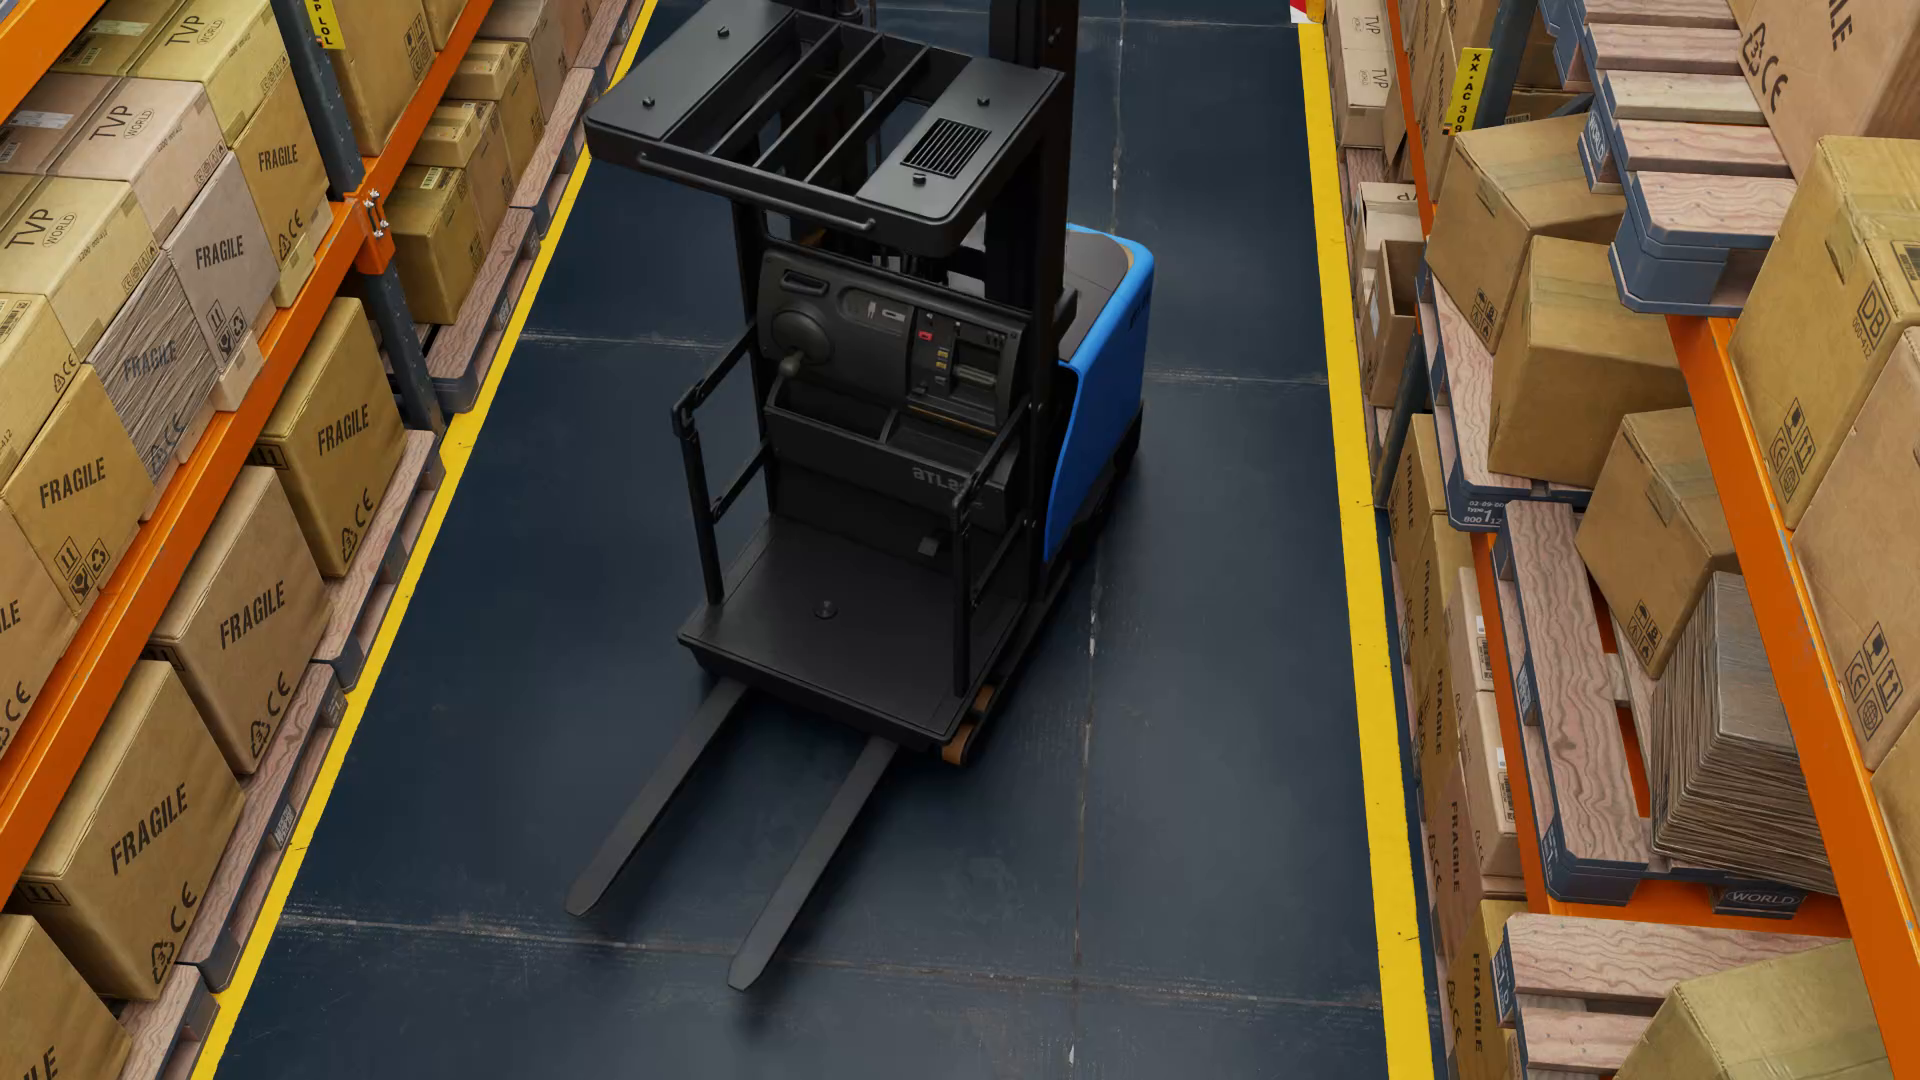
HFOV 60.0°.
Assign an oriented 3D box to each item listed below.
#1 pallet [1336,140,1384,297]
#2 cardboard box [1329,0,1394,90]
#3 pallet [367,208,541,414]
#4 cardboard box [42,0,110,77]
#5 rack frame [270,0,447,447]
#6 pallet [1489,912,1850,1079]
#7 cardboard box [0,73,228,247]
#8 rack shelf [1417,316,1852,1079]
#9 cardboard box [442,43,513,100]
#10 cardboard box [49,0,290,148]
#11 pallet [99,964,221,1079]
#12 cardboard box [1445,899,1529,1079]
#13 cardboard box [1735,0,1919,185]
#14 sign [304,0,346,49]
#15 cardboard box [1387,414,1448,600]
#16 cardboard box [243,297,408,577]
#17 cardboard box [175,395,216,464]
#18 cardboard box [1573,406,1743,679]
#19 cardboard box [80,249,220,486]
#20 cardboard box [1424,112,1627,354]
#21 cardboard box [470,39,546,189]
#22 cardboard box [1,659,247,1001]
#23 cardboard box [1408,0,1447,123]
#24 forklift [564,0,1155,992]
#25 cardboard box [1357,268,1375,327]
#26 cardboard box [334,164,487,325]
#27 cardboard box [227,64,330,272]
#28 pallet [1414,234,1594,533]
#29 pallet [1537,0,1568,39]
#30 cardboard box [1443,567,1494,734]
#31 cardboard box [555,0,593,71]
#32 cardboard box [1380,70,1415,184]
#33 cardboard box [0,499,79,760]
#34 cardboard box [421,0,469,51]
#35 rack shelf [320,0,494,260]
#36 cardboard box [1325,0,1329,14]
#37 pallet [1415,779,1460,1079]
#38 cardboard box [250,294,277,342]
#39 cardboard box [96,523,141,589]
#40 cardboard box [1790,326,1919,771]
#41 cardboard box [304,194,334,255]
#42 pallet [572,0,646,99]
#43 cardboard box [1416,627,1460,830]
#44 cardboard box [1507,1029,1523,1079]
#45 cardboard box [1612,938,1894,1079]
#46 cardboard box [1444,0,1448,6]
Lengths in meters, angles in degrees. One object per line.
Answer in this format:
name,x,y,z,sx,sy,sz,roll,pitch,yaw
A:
pallet,2.385,-1.612,8.082,1.003,0.211,1.213,4,48,4
cardboard box,2.200,-2.562,8.626,0.500,0.250,0.500,4,48,4
pallet,-2.573,-1.093,7.606,1.003,0.211,1.213,4,48,4
cardboard box,-3.022,-1.554,5.347,0.500,0.250,0.500,5,48,5
rack frame,-2.720,-1.480,6.071,1.000,3.000,0.127,4,48,4
pallet,1.840,1.351,3.611,1.213,0.211,1.003,4,48,4
cardboard box,-2.564,-1.139,4.968,0.500,0.250,0.500,5,48,4
rack shelf,2.031,0.562,4.690,1.077,0.370,4.000,4,48,4
cardboard box,-2.290,-2.163,7.665,0.380,0.149,0.250,3,48,2
cardboard box,-2.508,-1.514,5.311,0.500,0.250,0.500,5,48,4
pallet,-2.938,1.826,4.937,1.003,0.211,1.213,4,48,4
cardboard box,1.747,1.401,4.832,0.500,0.500,0.500,2,48,2
cardboard box,1.975,-1.026,3.203,0.600,0.600,0.600,2,48,2
sign,-2.179,-1.815,5.646,0.100,0.325,0.005,4,48,4
cardboard box,1.926,-0.116,6.219,0.500,0.500,0.500,2,48,2
cardboard box,-2.650,-0.410,6.265,0.750,0.750,0.750,4,48,4
cardboard box,-2.591,-0.387,5.228,0.380,0.149,0.250,4,48,4
cardboard box,2.113,-0.023,4.386,0.700,0.500,0.500,-7,48,-6
cardboard box,-2.602,-0.521,4.911,0.500,0.500,0.500,4,48,4
cardboard box,1.947,-0.992,5.273,0.700,0.500,0.500,-11,48,-10
cardboard box,-2.452,-2.067,8.017,0.700,0.500,0.500,5,48,4
cardboard box,-2.801,0.868,5.096,0.750,0.750,0.750,4,48,3
cardboard box,2.049,-1.947,6.430,0.500,0.500,0.500,5,48,5
forklift,-0.329,-0.551,5.267,1.130,2.935,3.031,19,50,17
cardboard box,1.957,-1.054,7.315,0.380,0.149,0.250,4,48,4
cardboard box,-2.550,-1.321,7.335,0.700,0.500,0.500,4,48,4
cardboard box,-2.511,-1.265,5.591,0.500,0.500,0.500,3,48,3
pallet,2.031,-0.505,5.310,1.003,0.211,1.213,4,48,4
pallet,2.084,-1.624,4.298,1.213,0.211,1.003,4,48,4
cardboard box,1.835,0.366,5.270,0.500,0.250,0.500,4,48,4
cardboard box,-2.366,-2.829,8.714,0.700,0.500,0.500,4,48,3
cardboard box,2.379,-1.837,7.791,0.797,0.503,0.637,4,48,4
cardboard box,-2.683,0.229,4.224,0.500,0.500,0.500,4,48,3
cardboard box,-2.583,-2.515,6.814,0.980,0.700,0.700,3,48,3
rack shelf,-2.538,-2.707,7.681,1.077,0.370,4.000,4,48,4
cardboard box,2.197,-2.991,9.087,0.380,0.149,0.250,4,48,4
pallet,2.068,1.290,5.427,1.003,0.211,1.213,4,48,4
cardboard box,-2.537,-0.761,5.570,0.380,0.149,0.250,5,48,5
cardboard box,-2.664,-0.010,4.883,0.380,0.149,0.250,5,48,5
cardboard box,1.901,0.046,2.575,0.910,0.500,0.500,4,48,4
cardboard box,-2.469,-1.135,5.912,0.380,0.149,0.250,4,48,4
pallet,-2.351,-2.886,9.246,1.003,0.211,1.213,4,48,4
cardboard box,1.836,0.644,5.524,0.500,0.500,0.500,4,48,4
cardboard box,1.701,1.487,4.245,0.500,0.250,0.500,6,48,5
cardboard box,1.794,1.143,3.319,0.700,0.500,0.500,-11,48,-10
cardboard box,2.045,-2.287,6.063,0.500,0.500,0.500,3,48,3
